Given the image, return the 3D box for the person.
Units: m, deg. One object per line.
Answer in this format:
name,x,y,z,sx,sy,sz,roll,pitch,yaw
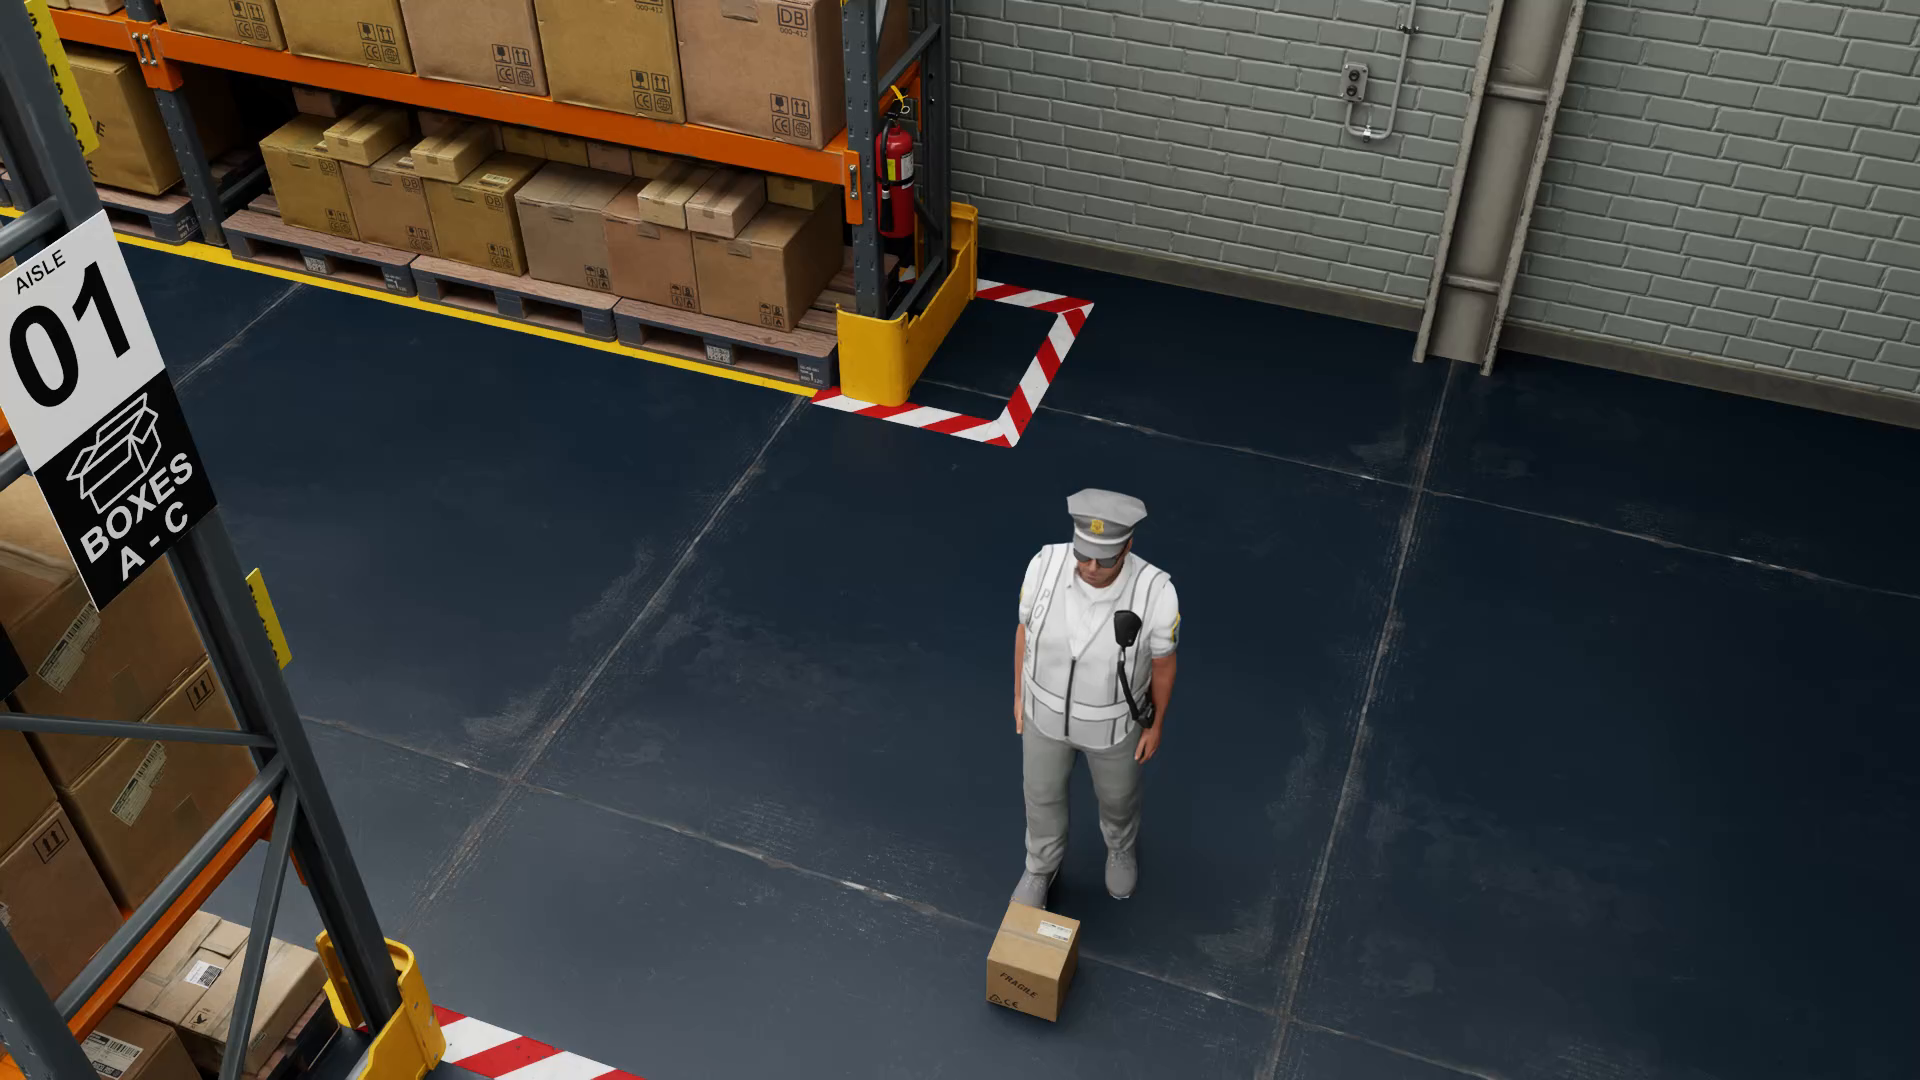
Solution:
person,0.412,0.584,5.498,0.539,1.797,0.566,14,43,16
